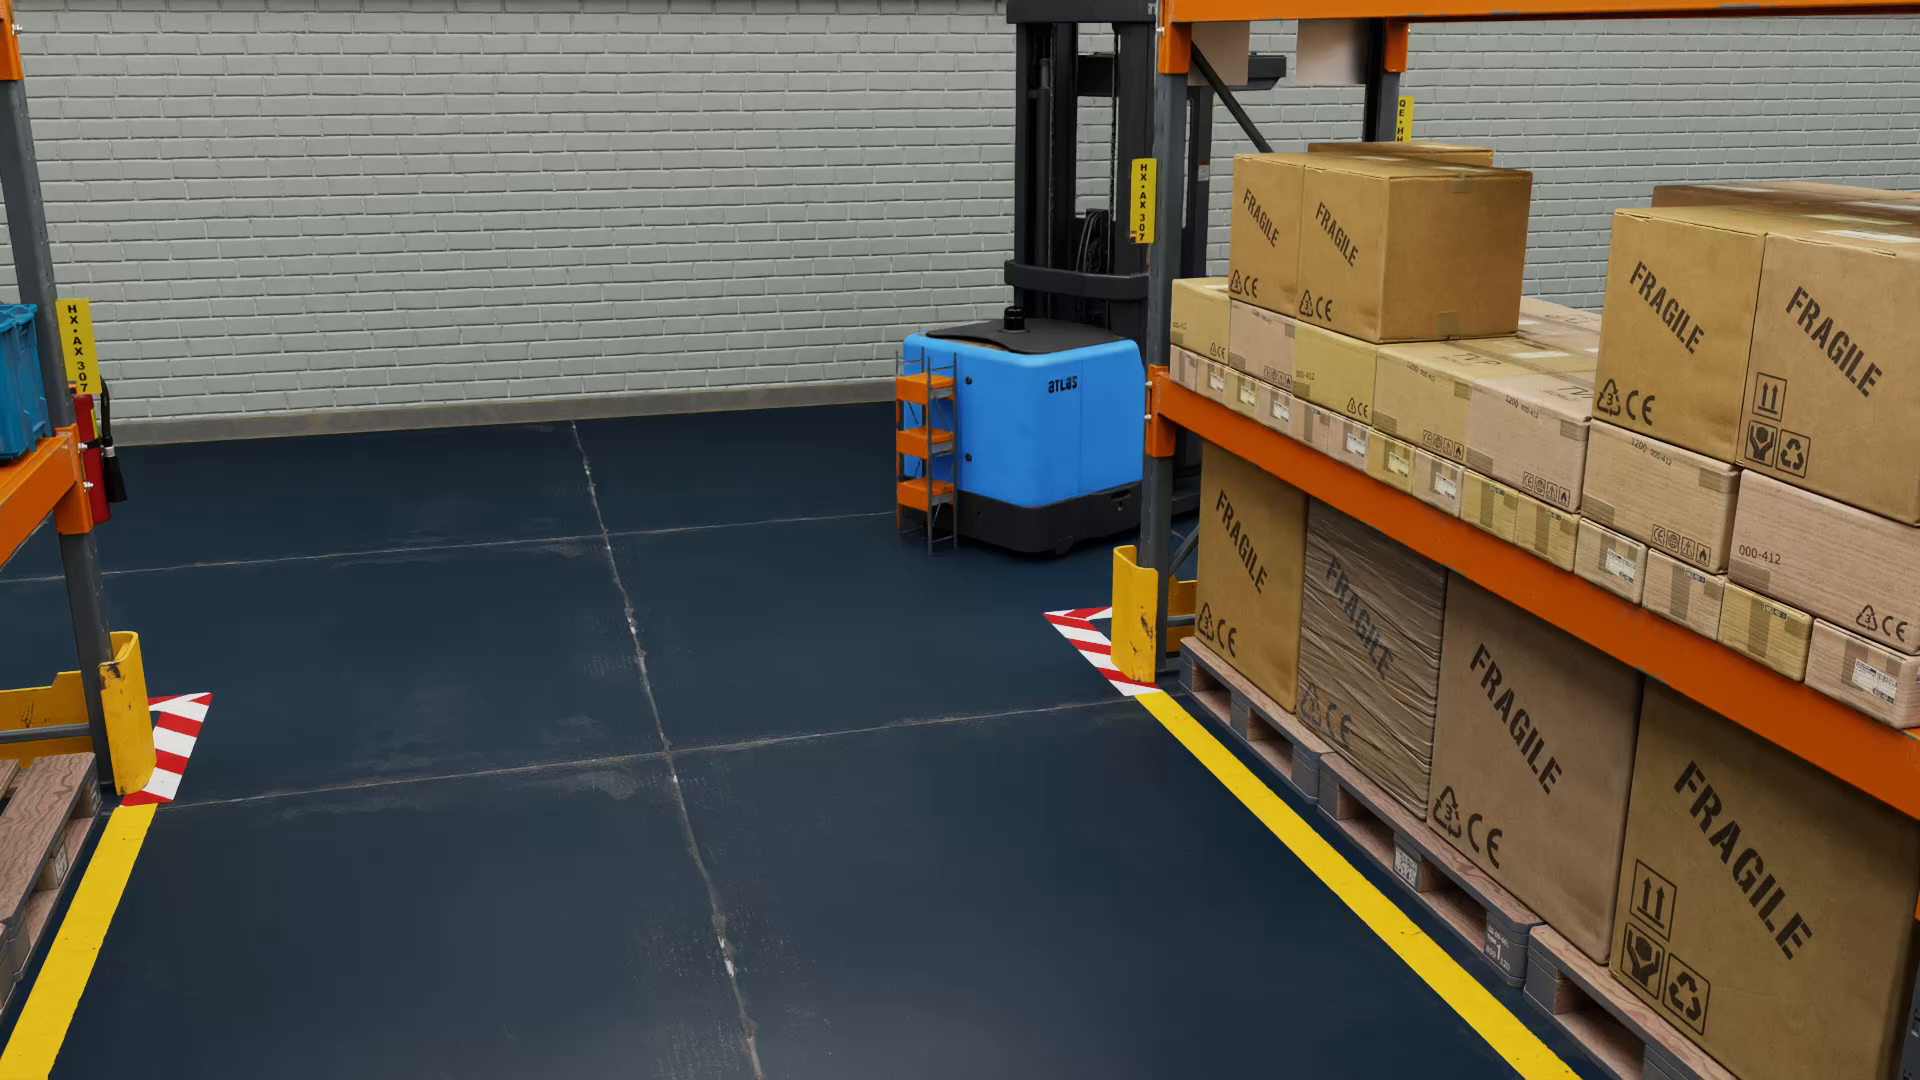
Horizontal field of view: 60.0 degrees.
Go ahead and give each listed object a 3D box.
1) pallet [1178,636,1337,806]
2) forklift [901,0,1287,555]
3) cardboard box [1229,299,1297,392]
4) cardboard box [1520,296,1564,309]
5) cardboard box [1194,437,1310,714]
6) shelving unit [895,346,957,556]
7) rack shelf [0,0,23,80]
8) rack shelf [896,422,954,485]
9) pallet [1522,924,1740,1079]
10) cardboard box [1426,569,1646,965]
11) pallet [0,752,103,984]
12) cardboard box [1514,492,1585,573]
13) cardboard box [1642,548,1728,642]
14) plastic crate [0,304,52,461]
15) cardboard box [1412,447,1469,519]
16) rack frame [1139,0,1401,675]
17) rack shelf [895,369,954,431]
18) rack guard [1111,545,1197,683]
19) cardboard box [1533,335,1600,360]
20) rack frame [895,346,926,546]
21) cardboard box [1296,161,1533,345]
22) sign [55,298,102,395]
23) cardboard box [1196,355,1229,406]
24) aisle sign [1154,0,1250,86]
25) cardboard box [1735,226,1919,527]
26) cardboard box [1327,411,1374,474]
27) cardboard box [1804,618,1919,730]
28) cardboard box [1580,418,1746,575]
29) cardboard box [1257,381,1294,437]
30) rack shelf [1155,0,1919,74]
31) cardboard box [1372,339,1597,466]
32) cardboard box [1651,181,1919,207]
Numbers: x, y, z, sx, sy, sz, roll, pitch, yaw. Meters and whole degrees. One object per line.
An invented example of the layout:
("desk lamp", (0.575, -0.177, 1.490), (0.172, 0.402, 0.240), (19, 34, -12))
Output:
("pallet", (1.549, 0.631, 6.484), (1.003, 0.211, 1.213), (-5, 17, -15))
("forklift", (1.091, -1.667, 9.406), (3.031, 2.935, 1.130), (-15, 23, -42))
("cardboard box", (1.275, -0.693, 5.788), (0.500, 0.250, 0.500), (-5, 17, -16))
("cardboard box", (1.781, -0.737, 5.934), (0.500, 0.250, 0.500), (-5, 17, -16))
("cardboard box", (1.506, 0.068, 6.476), (0.875, 0.875, 0.875), (-5, 17, -15))
("shelving unit", (-0.174, -0.464, 8.673), (0.215, 1.050, 0.252), (-16, 23, -42))
("rack shelf", (-2.959, -1.067, 3.326), (1.077, 0.370, 4.000), (-5, 17, -15))
("rack shelf", (-0.174, -0.454, 8.676), (0.215, 0.259, 0.240), (-16, 23, -42))
("pallet", (2.219, 1.306, 4.237), (1.003, 0.211, 1.213), (-5, 17, -15))
("cardboard box", (2.001, 0.566, 4.818), (0.875, 0.875, 0.875), (-5, 17, -15))
("pallet", (-3.319, 1.039, 5.127), (1.003, 0.211, 1.213), (-5, 17, -15))
("cardboard box", (1.671, -0.036, 4.294), (0.380, 0.149, 0.250), (-4, 17, -14))
("cardboard box", (1.813, 0.107, 3.820), (0.380, 0.149, 0.250), (-5, 17, -16))
("plastic crate", (-3.237, -0.496, 5.222), (0.616, 0.435, 0.499), (-5, 17, -15))
("cardboard box", (1.532, -0.177, 4.764), (0.380, 0.149, 0.250), (-4, 17, -14))
("rack frame", (1.254, -0.919, 6.799), (1.000, 3.000, 0.127), (-5, 17, -15))
("rack shelf", (-0.174, -0.726, 8.594), (0.215, 0.259, 0.240), (-16, 23, -42))
("rack guard", (1.247, 0.271, 7.181), (1.175, 0.500, 0.348), (-5, 17, -15))
("cardboard box", (2.068, -0.452, 4.987), (0.500, 0.250, 0.500), (-5, 17, -15))
("rack frame", (-0.258, -0.490, 8.757), (0.200, 1.050, 0.008), (-16, 23, -42))
("cardboard box", (1.412, -0.914, 5.221), (0.500, 0.500, 0.500), (-5, 17, -17))
("sign", (-2.984, -0.654, 5.632), (0.100, 0.325, 0.005), (-5, 17, -15))
("cardboard box", (1.106, -0.604, 6.185), (0.380, 0.149, 0.250), (-5, 17, -16))
("aisle sign", (0.945, -2.161, 6.412), (0.394, 0.787, 0.004), (-5, 17, -15))
("cardboard box", (1.969, -0.349, 3.339), (0.500, 0.500, 0.500), (-4, 17, -14))
("cardboard box", (1.390, -0.319, 5.238), (0.380, 0.149, 0.250), (-5, 17, -16))
("cardboard box", (1.954, 0.249, 3.346), (0.380, 0.149, 0.250), (-5, 17, -15))
("cardboard box", (1.835, -0.128, 3.908), (0.500, 0.250, 0.500), (-4, 17, -14))
("cardboard box", (1.249, -0.461, 5.710), (0.380, 0.149, 0.250), (-5, 17, -16))
("rack shelf", (1.803, -1.458, 4.629), (1.077, 0.370, 4.000), (-5, 17, -15))
("cardboard box", (1.558, -0.410, 4.845), (0.500, 0.250, 0.500), (-5, 17, -16))
("cardboard box", (2.192, -0.676, 4.428), (0.500, 0.500, 0.500), (-5, 18, -17))
